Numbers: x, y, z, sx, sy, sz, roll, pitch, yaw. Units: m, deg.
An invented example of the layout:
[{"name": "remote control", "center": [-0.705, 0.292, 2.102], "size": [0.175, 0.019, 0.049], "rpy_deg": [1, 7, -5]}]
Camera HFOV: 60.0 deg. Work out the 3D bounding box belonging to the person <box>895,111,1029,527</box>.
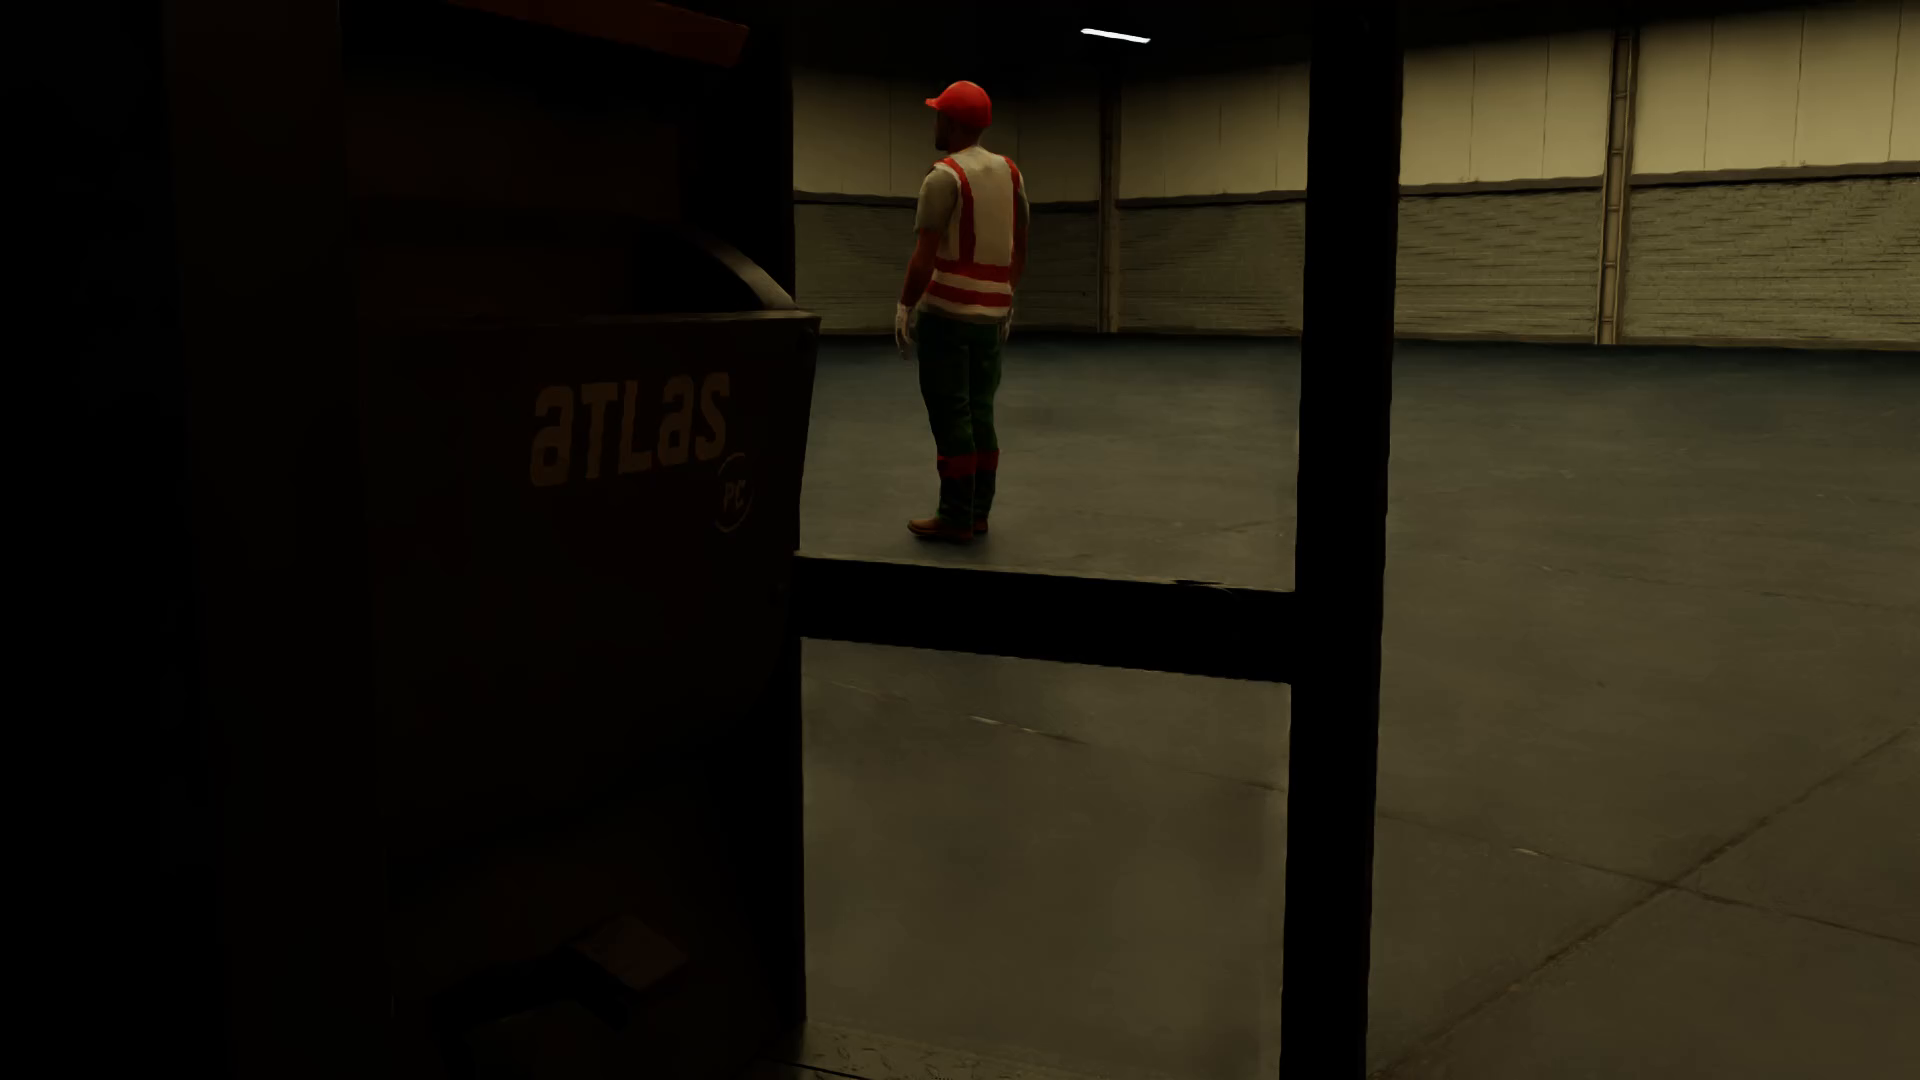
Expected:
[{"name": "person", "center": [0.000, -0.896, 6.598], "size": [0.422, 1.688, 0.637], "rpy_deg": [8, 12, 43]}]
